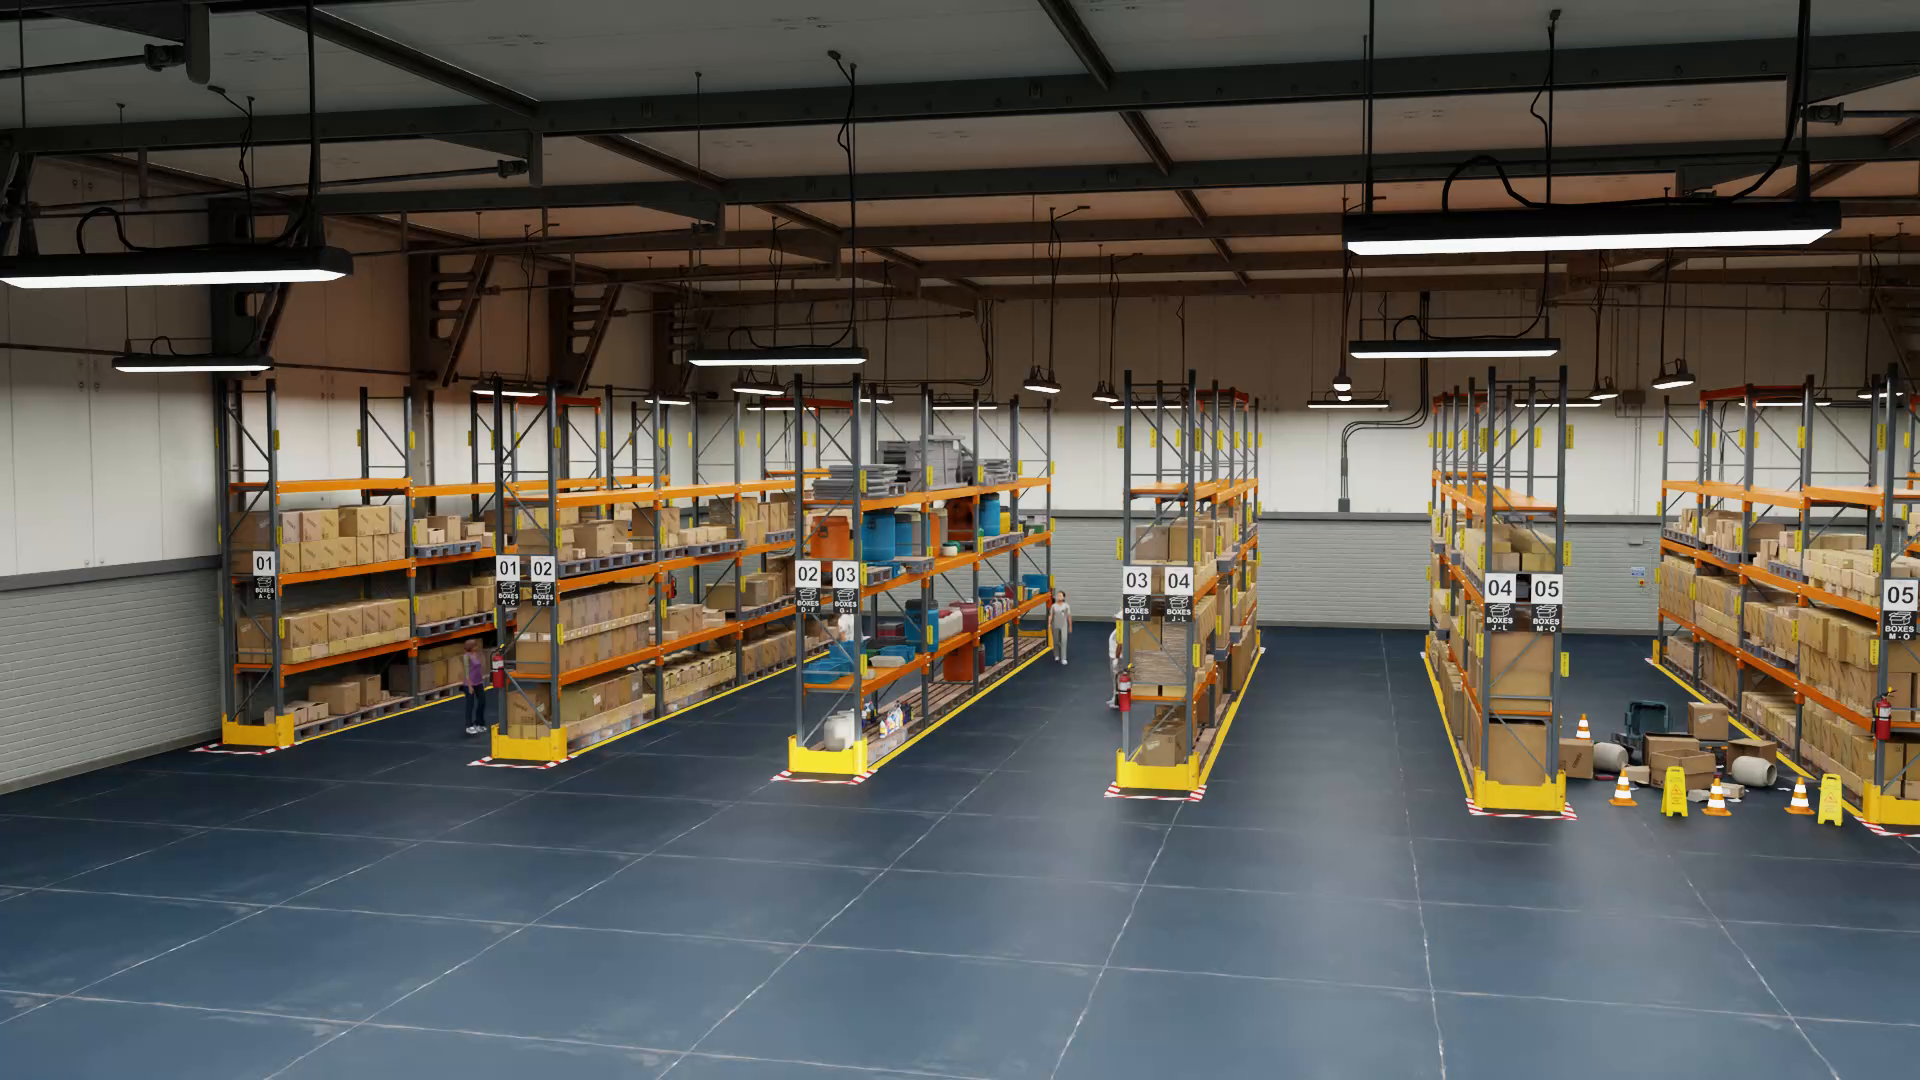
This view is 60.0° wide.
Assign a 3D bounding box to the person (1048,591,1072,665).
[{"bbox_3d":[2.236,1.948,37.169,0.538,1.614,1.025,0,3,4],"label":"person"}]

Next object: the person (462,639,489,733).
[{"bbox_3d":[-8.321,2.520,28.444,0.387,1.652,0.416,2,4,30],"label":"person"}]

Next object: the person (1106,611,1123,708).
[{"bbox_3d":[2.967,2.225,31.197,0.423,1.785,0.613,0,3,-6],"label":"person"}]

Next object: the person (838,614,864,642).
[{"bbox_3d":[-2.179,2.115,33.596,0.625,1.790,0.523,-3,5,-44],"label":"person"}]
